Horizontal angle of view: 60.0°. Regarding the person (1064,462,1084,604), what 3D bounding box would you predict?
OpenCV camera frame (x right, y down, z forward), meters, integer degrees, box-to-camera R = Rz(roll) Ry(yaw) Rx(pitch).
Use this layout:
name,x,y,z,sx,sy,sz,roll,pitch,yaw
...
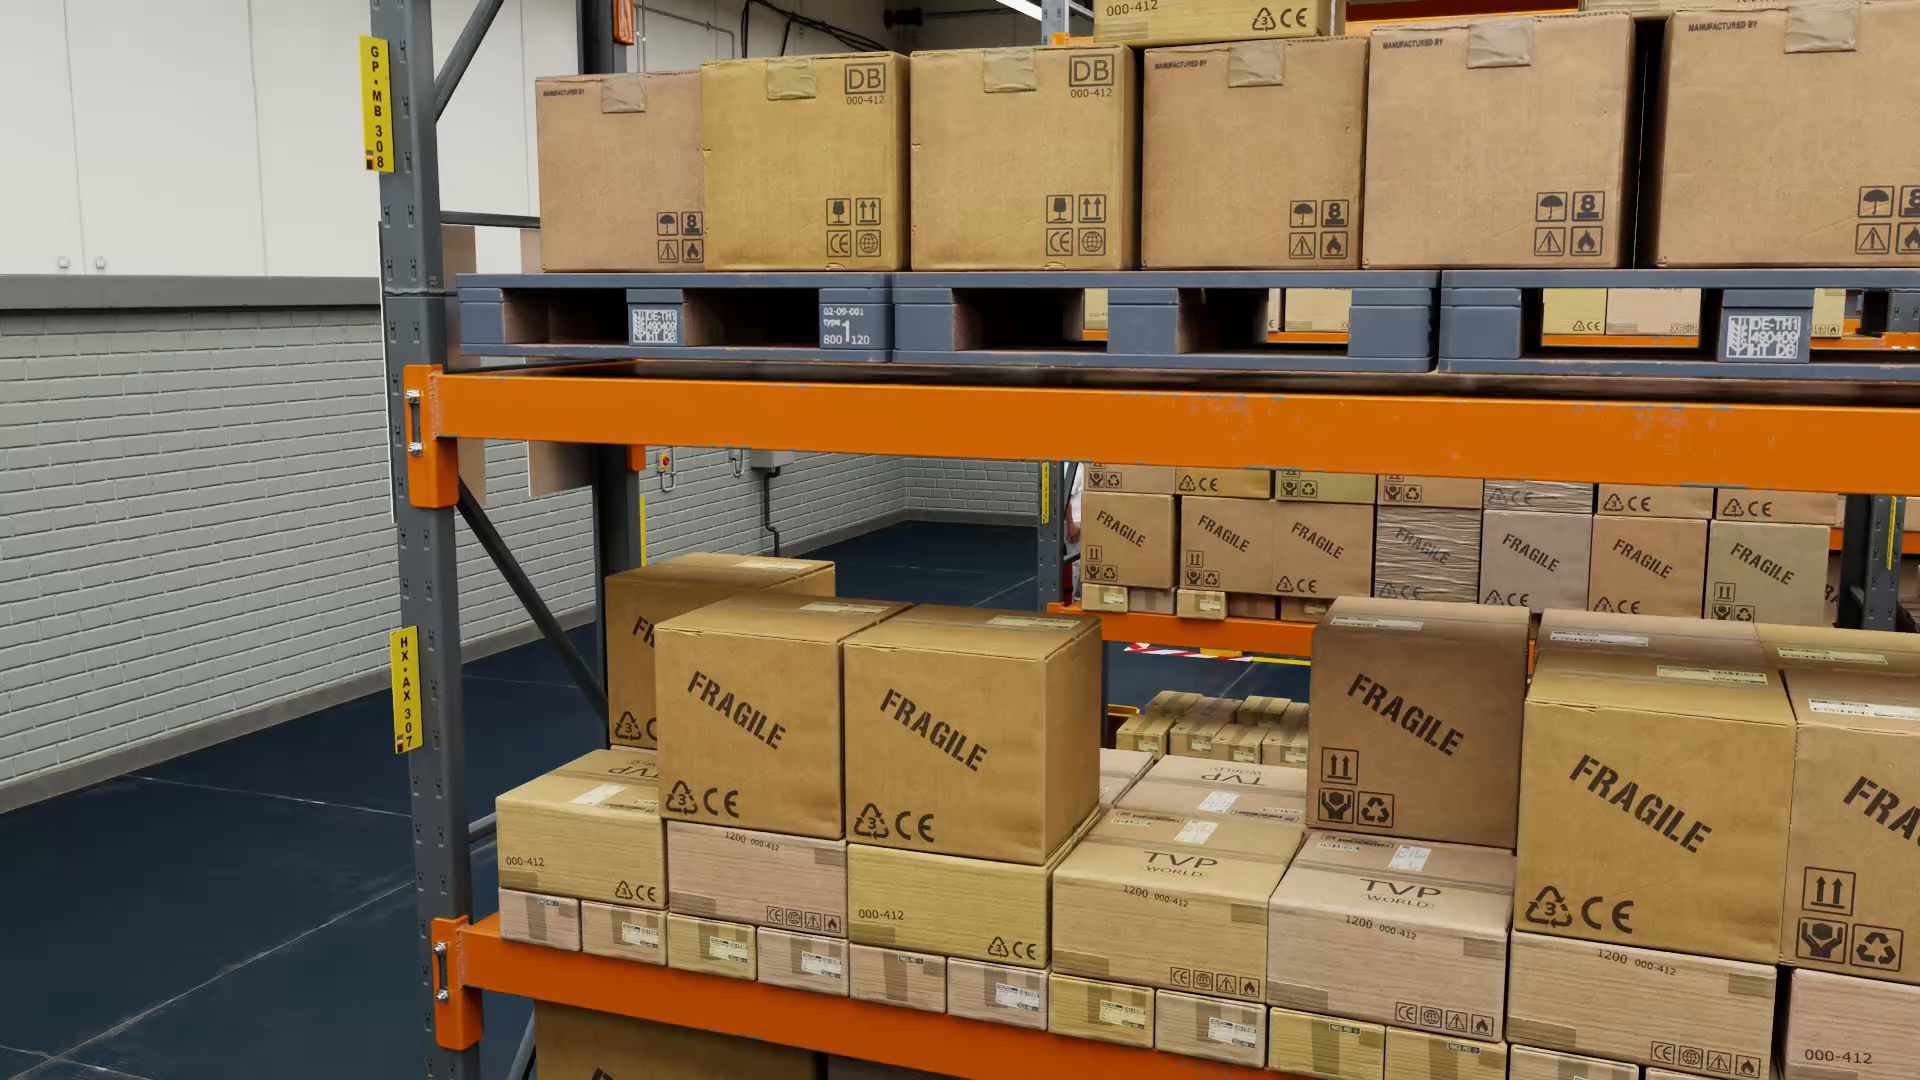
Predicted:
name,x,y,z,sx,sy,sz,roll,pitch,yaw
person,1.096,-0.168,15.401,0.462,1.759,0.622,3,9,19
